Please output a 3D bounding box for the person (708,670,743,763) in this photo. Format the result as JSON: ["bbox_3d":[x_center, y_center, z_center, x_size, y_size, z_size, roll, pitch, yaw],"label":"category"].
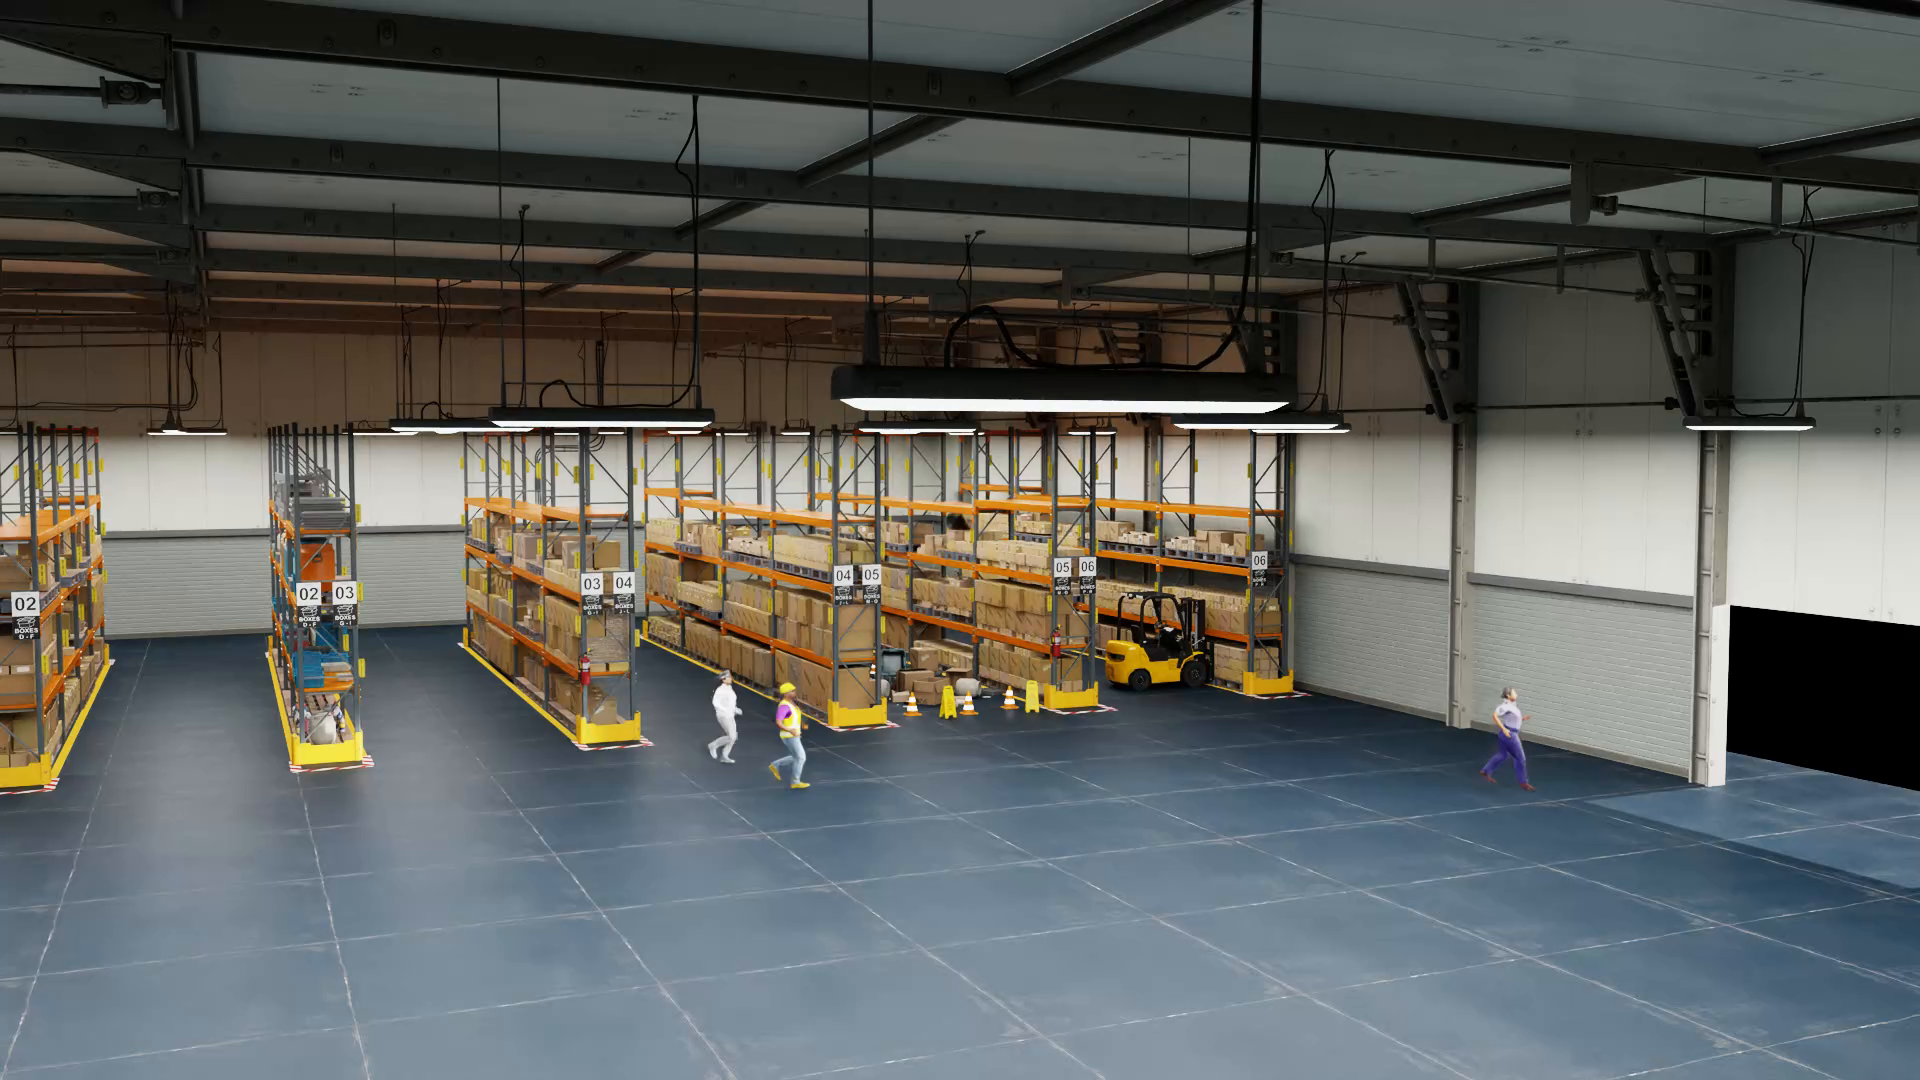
[{"bbox_3d":[-4.148,3.102,29.334,0.543,1.651,0.600,1,4,13],"label":"person"}]

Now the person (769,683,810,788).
[{"bbox_3d":[-2.812,3.198,27.212,0.703,1.723,0.705,0,4,6],"label":"person"}]

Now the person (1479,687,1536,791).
[{"bbox_3d":[8.950,3.271,27.147,0.895,1.581,0.594,1,4,18],"label":"person"}]

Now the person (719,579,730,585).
[{"bbox_3d":[-7.134,1.790,49.922,1.058,1.790,0.718,-2,4,-24],"label":"person"}]
